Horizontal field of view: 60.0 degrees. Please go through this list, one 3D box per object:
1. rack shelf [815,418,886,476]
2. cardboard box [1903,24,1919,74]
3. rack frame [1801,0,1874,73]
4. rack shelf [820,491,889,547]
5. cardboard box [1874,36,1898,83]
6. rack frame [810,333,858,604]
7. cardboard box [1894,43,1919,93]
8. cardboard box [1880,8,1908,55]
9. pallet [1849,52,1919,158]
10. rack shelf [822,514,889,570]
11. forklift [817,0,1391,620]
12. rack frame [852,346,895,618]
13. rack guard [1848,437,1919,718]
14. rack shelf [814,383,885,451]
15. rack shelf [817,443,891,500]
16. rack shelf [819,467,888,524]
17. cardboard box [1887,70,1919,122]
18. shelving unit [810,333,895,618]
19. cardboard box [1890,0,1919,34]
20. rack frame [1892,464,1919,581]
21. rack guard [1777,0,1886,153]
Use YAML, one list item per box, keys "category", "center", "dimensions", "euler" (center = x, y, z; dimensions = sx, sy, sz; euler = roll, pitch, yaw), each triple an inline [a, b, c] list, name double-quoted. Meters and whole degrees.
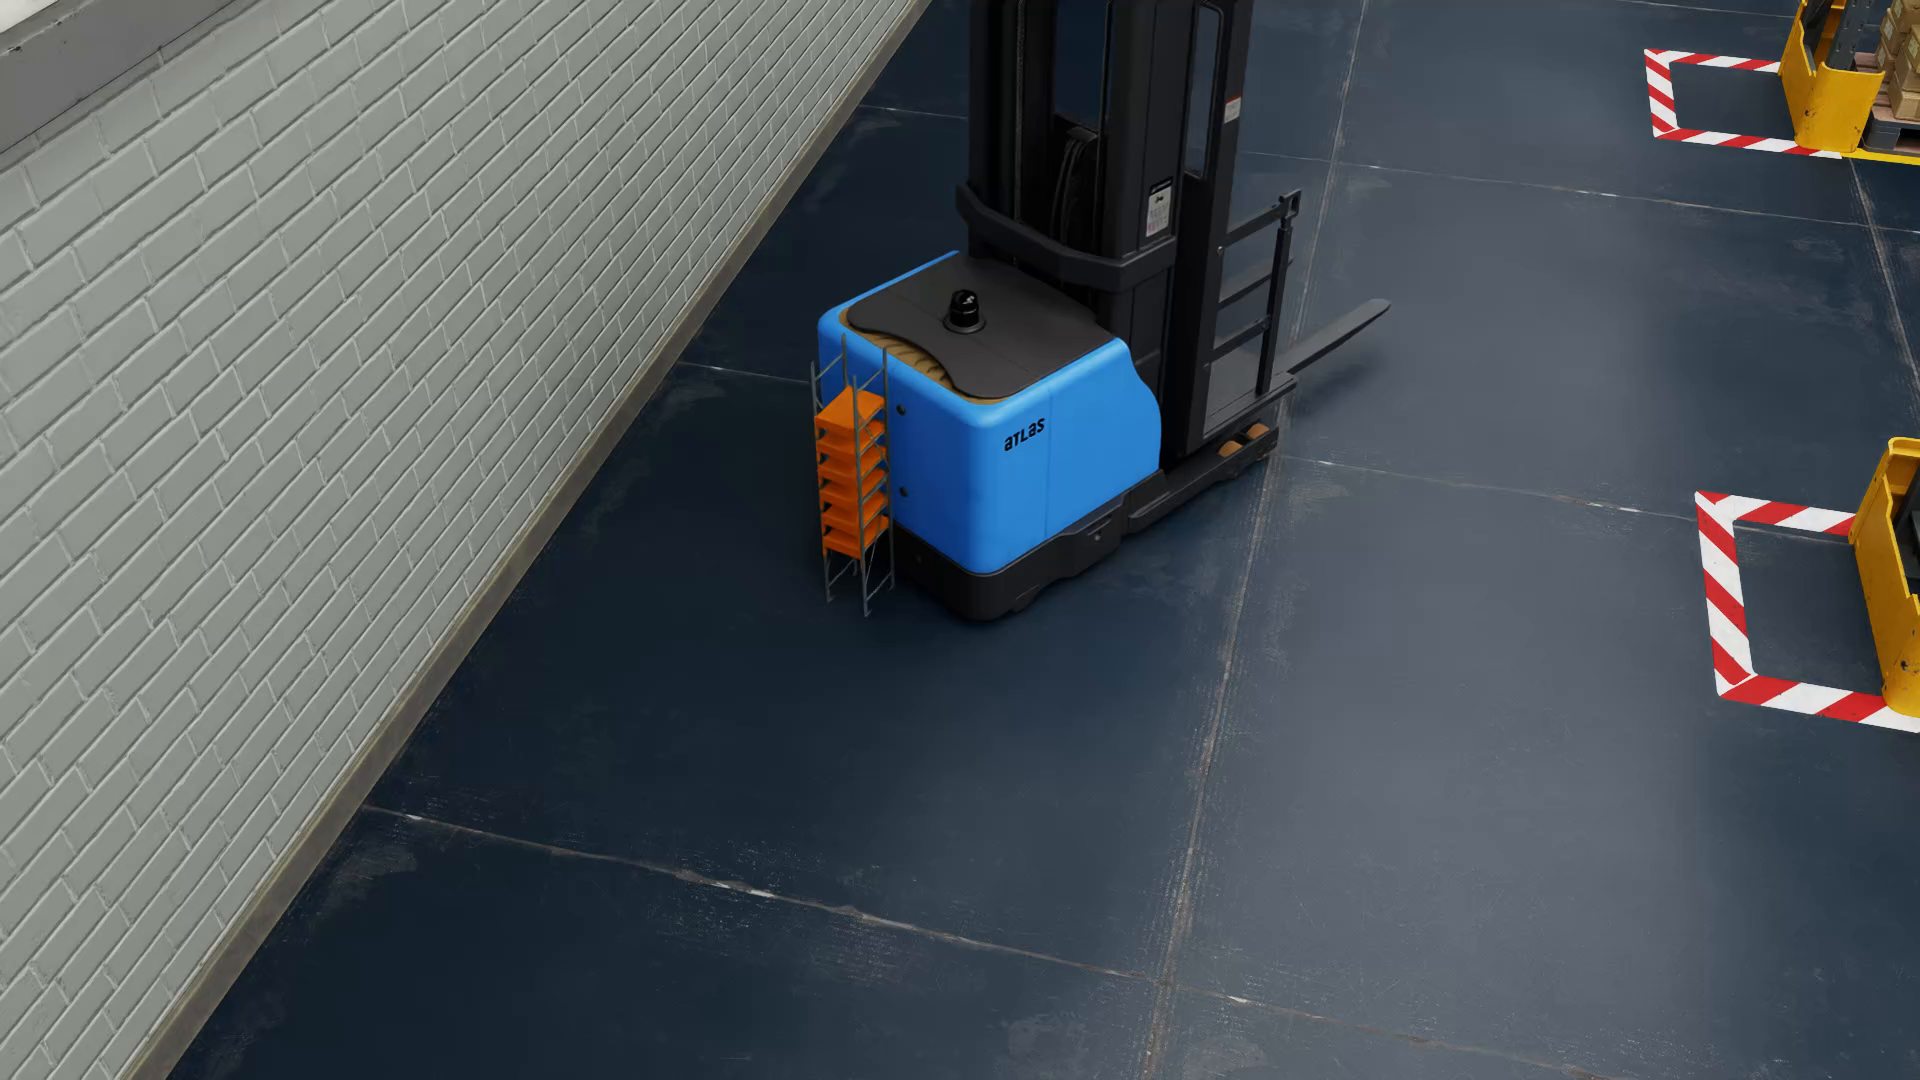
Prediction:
- category: "rack shelf"
  center: [-0.416, -0.382, 6.468]
  dimensions: [0.180, 0.103, 0.258]
  euler: [20, 44, 22]
- category: "cardboard box"
  center: [5.735, -2.875, 9.768]
  dimensions: [0.250, 0.149, 0.380]
  euler: [8, 41, 9]
- category: "rack frame"
  center: [5.317, -3.876, 9.533]
  dimensions: [0.127, 3.000, 1.000]
  euler: [10, 41, 11]
- category: "rack shelf"
  center: [-0.416, -0.107, 6.699]
  dimensions: [0.180, 0.103, 0.258]
  euler: [20, 44, 22]
- category: "cardboard box"
  center: [5.879, -2.987, 10.365]
  dimensions: [0.250, 0.149, 0.380]
  euler: [10, 41, 12]
- category: "rack frame"
  center: [-0.496, -0.261, 6.628]
  dimensions: [0.006, 1.200, 0.240]
  euler: [20, 44, 22]
- category: "cardboard box"
  center: [5.757, -2.813, 9.926]
  dimensions: [0.250, 0.149, 0.380]
  euler: [11, 41, 13]
- category: "cardboard box"
  center: [5.901, -3.149, 10.326]
  dimensions: [0.250, 0.149, 0.380]
  euler: [9, 41, 10]
- category: "pallet"
  center: [6.166, -2.639, 10.228]
  dimensions: [1.213, 0.211, 1.003]
  euler: [10, 41, 11]
- category: "rack shelf"
  center: [-0.416, -0.015, 6.777]
  dimensions: [0.180, 0.103, 0.258]
  euler: [20, 44, 22]
- category: "forklift"
  center: [0.828, -1.625, 6.906]
  dimensions: [3.031, 2.935, 1.130]
  euler: [-31, 49, -32]
- category: "rack frame"
  center: [-0.336, -0.204, 6.560]
  dimensions: [0.006, 1.200, 0.240]
  euler: [20, 44, 22]
- category: "rack guard"
  center: [3.914, 0.142, 6.693]
  dimensions: [0.348, 0.500, 1.175]
  euler: [10, 41, 11]
- category: "rack shelf"
  center: [-0.416, -0.474, 6.391]
  dimensions: [0.180, 0.103, 0.258]
  euler: [20, 44, 22]
- category: "rack shelf"
  center: [-0.416, -0.290, 6.545]
  dimensions: [0.180, 0.103, 0.258]
  euler: [20, 44, 22]
- category: "rack shelf"
  center: [-0.416, -0.198, 6.622]
  dimensions: [0.180, 0.103, 0.258]
  euler: [20, 44, 22]
- category: "cardboard box"
  center: [5.740, -2.659, 9.974]
  dimensions: [0.250, 0.149, 0.380]
  euler: [11, 41, 12]
- category: "shelving unit"
  center: [-0.416, -0.232, 6.594]
  dimensions: [0.189, 1.200, 0.258]
  euler: [20, 44, 22]
- category: "cardboard box"
  center: [5.894, -3.243, 10.206]
  dimensions: [0.250, 0.149, 0.380]
  euler: [10, 41, 12]
- category: "rack frame"
  center: [3.937, -0.812, 5.884]
  dimensions: [0.127, 3.000, 1.000]
  euler: [10, 41, 11]
- category: "rack guard"
  center: [5.390, -2.906, 10.322]
  dimensions: [0.348, 0.500, 1.175]
  euler: [10, 41, 11]
